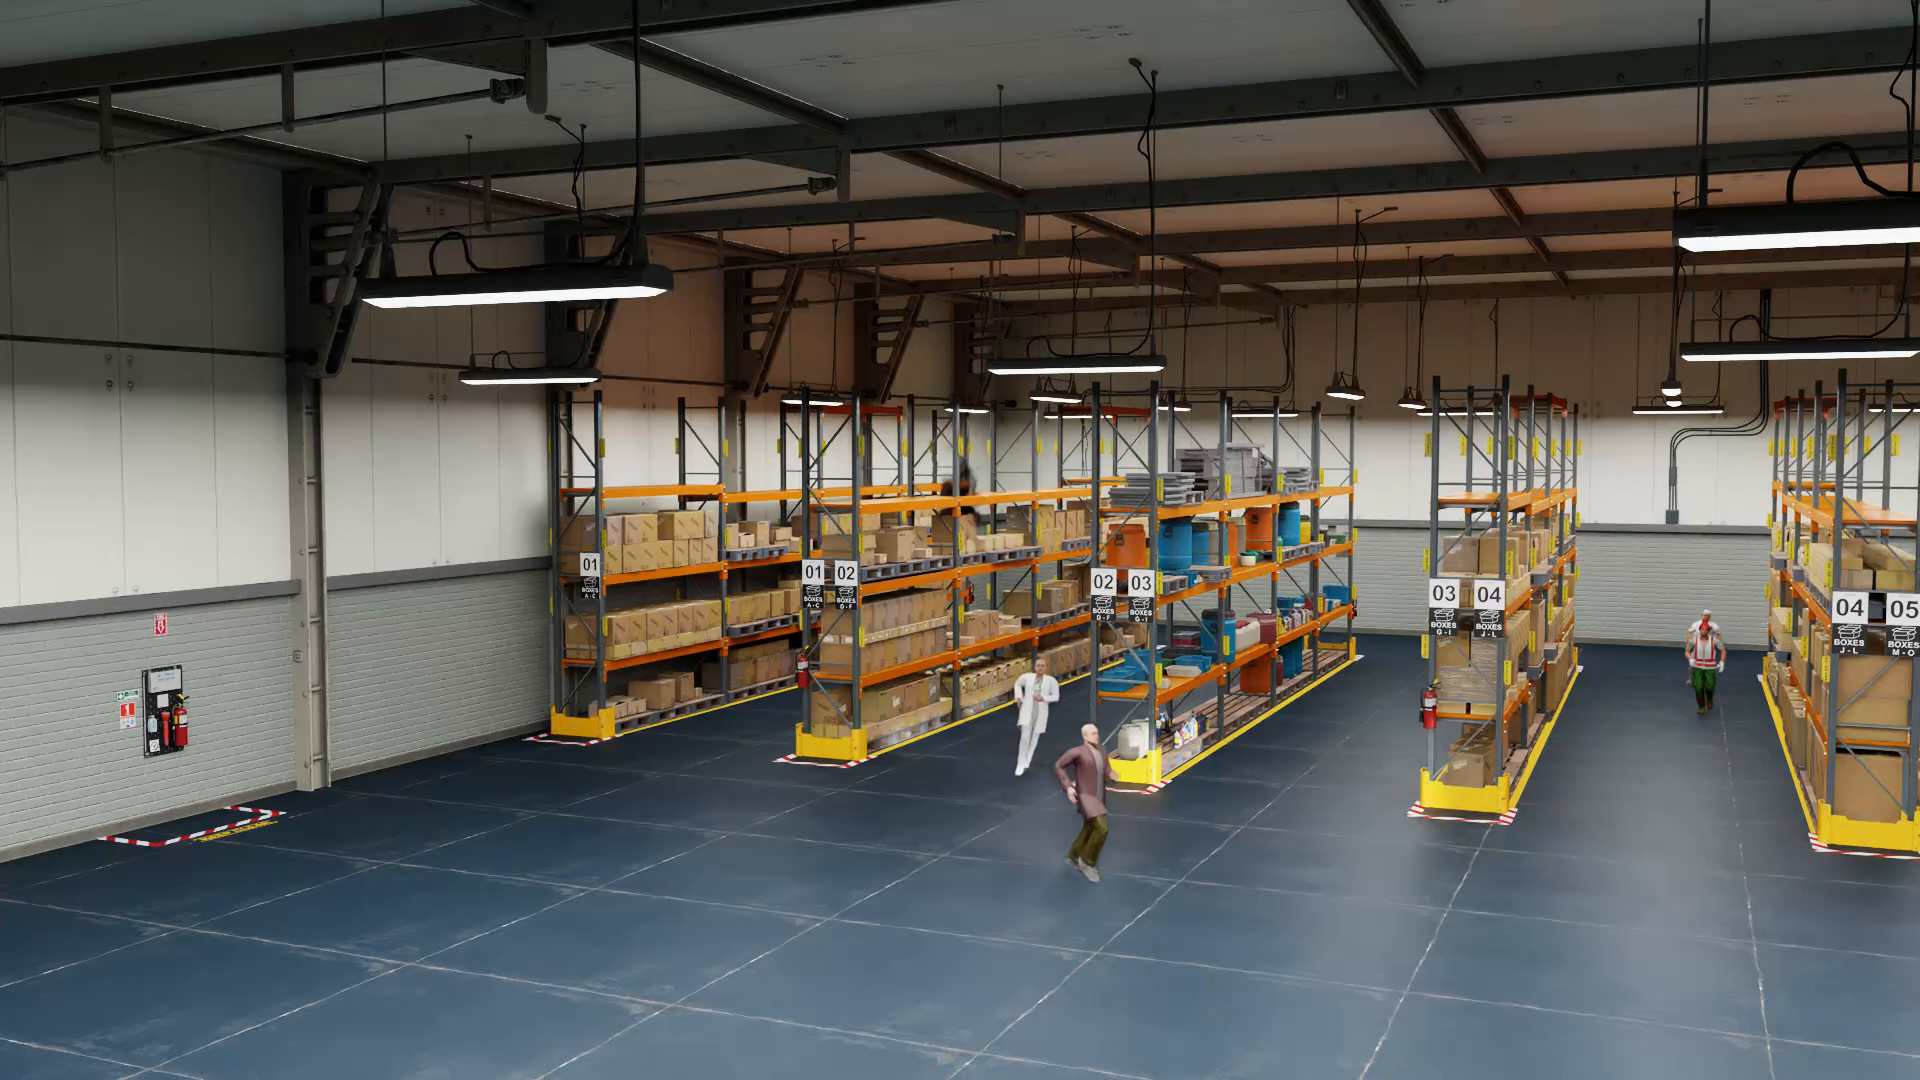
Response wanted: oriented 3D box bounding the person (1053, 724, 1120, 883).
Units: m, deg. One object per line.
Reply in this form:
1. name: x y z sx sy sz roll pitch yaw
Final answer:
1. person: 1.521 3.053 19.340 0.801 1.825 0.672 3 4 40

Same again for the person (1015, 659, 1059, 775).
1. person: 1.184 2.725 25.679 0.679 1.816 0.727 0 3 -2

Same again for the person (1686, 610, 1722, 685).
1. person: 15.608 2.268 34.968 0.646 1.605 0.538 2 4 34

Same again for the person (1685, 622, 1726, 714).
1. person: 13.952 2.408 31.152 0.708 1.742 0.624 2 4 27
